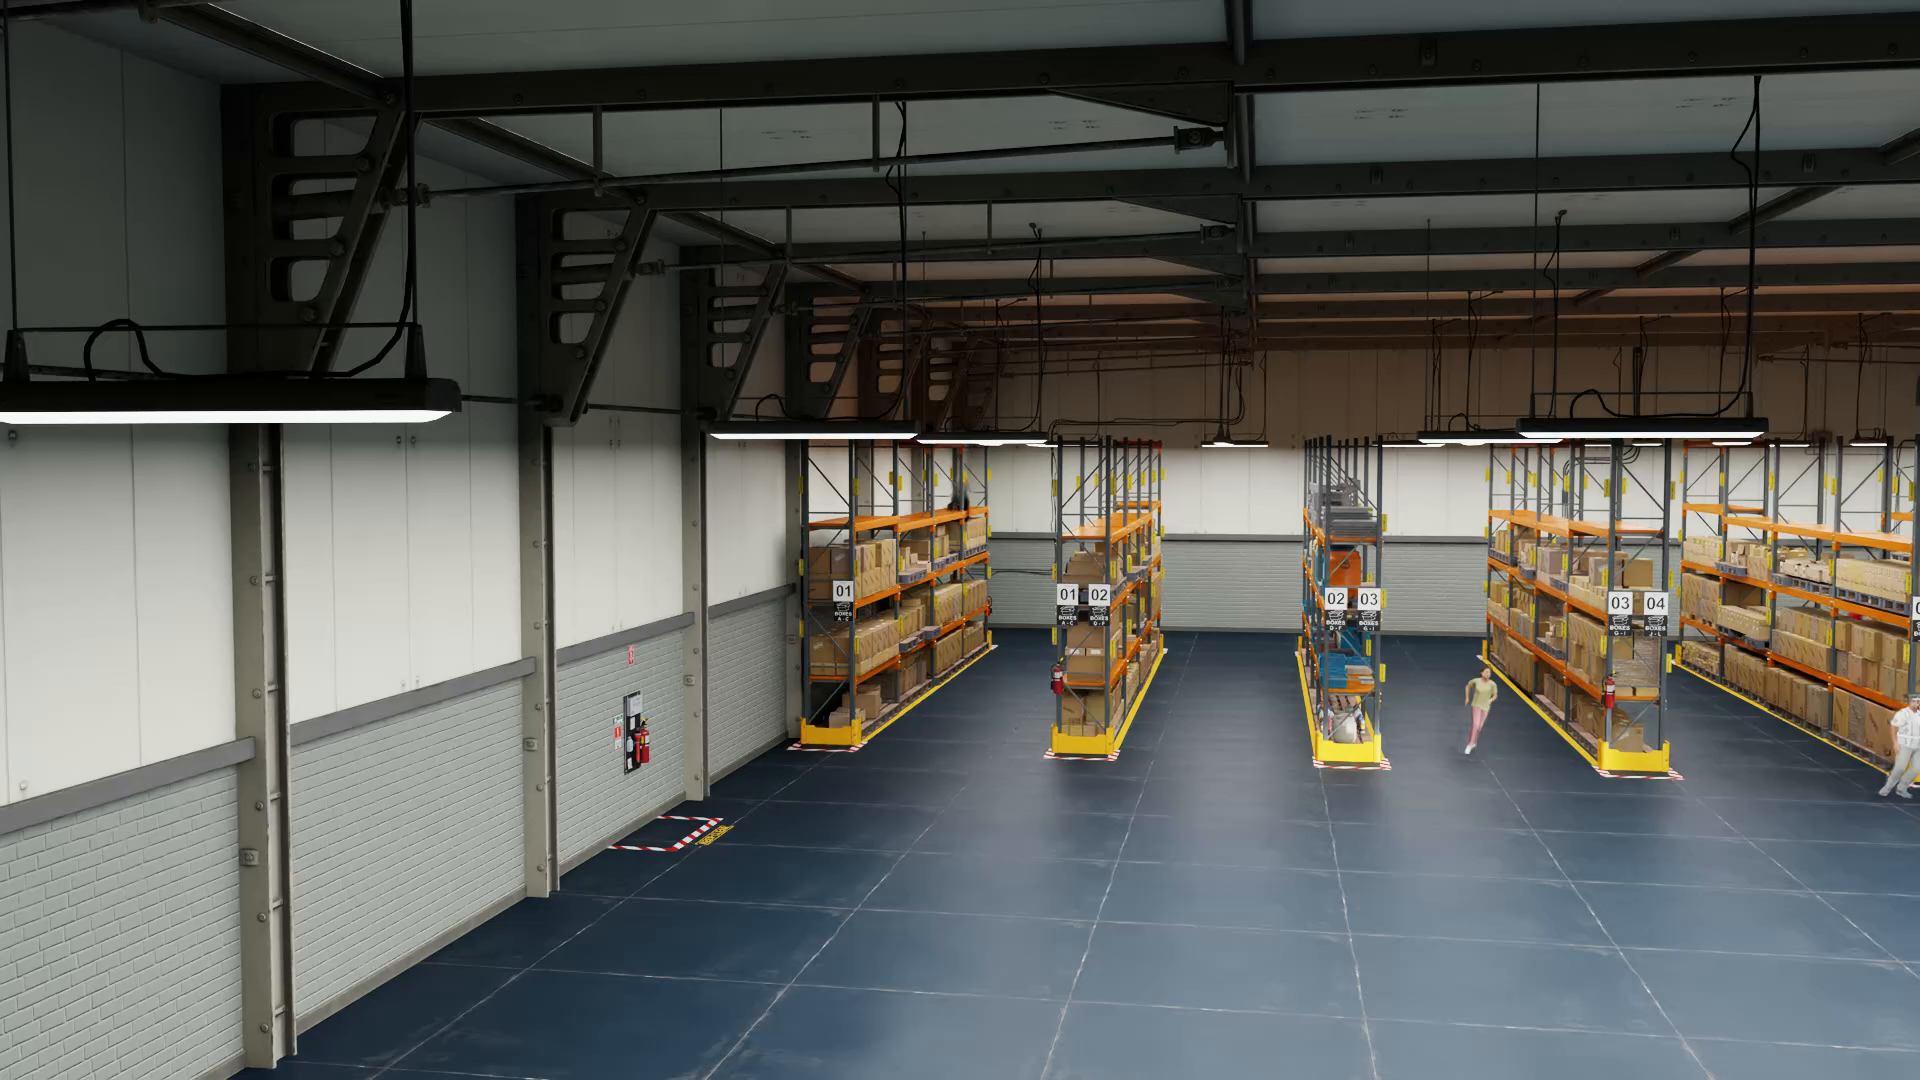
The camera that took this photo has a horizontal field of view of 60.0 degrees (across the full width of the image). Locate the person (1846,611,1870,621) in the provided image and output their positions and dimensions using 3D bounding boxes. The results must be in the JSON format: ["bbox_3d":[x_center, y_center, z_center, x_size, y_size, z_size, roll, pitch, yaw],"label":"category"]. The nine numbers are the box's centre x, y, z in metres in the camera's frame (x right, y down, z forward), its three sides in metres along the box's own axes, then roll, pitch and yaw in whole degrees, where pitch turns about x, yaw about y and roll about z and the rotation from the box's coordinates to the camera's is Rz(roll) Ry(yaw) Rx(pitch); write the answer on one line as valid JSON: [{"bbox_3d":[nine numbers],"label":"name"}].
[{"bbox_3d":[24.333,2.414,45.069,1.041,1.692,0.644,0,3,-2],"label":"person"}]

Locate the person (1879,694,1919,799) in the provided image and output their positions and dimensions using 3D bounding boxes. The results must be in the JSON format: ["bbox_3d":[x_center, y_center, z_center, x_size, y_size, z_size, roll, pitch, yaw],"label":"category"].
[{"bbox_3d":[15.571,3.395,27.280,0.783,1.747,0.602,-1,3,-13],"label":"person"}]

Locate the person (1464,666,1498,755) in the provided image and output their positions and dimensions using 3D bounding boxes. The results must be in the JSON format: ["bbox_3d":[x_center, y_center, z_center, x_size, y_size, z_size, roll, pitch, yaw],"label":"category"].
[{"bbox_3d":[9.807,3.186,31.422,0.646,1.638,0.767,0,3,4],"label":"person"}]
